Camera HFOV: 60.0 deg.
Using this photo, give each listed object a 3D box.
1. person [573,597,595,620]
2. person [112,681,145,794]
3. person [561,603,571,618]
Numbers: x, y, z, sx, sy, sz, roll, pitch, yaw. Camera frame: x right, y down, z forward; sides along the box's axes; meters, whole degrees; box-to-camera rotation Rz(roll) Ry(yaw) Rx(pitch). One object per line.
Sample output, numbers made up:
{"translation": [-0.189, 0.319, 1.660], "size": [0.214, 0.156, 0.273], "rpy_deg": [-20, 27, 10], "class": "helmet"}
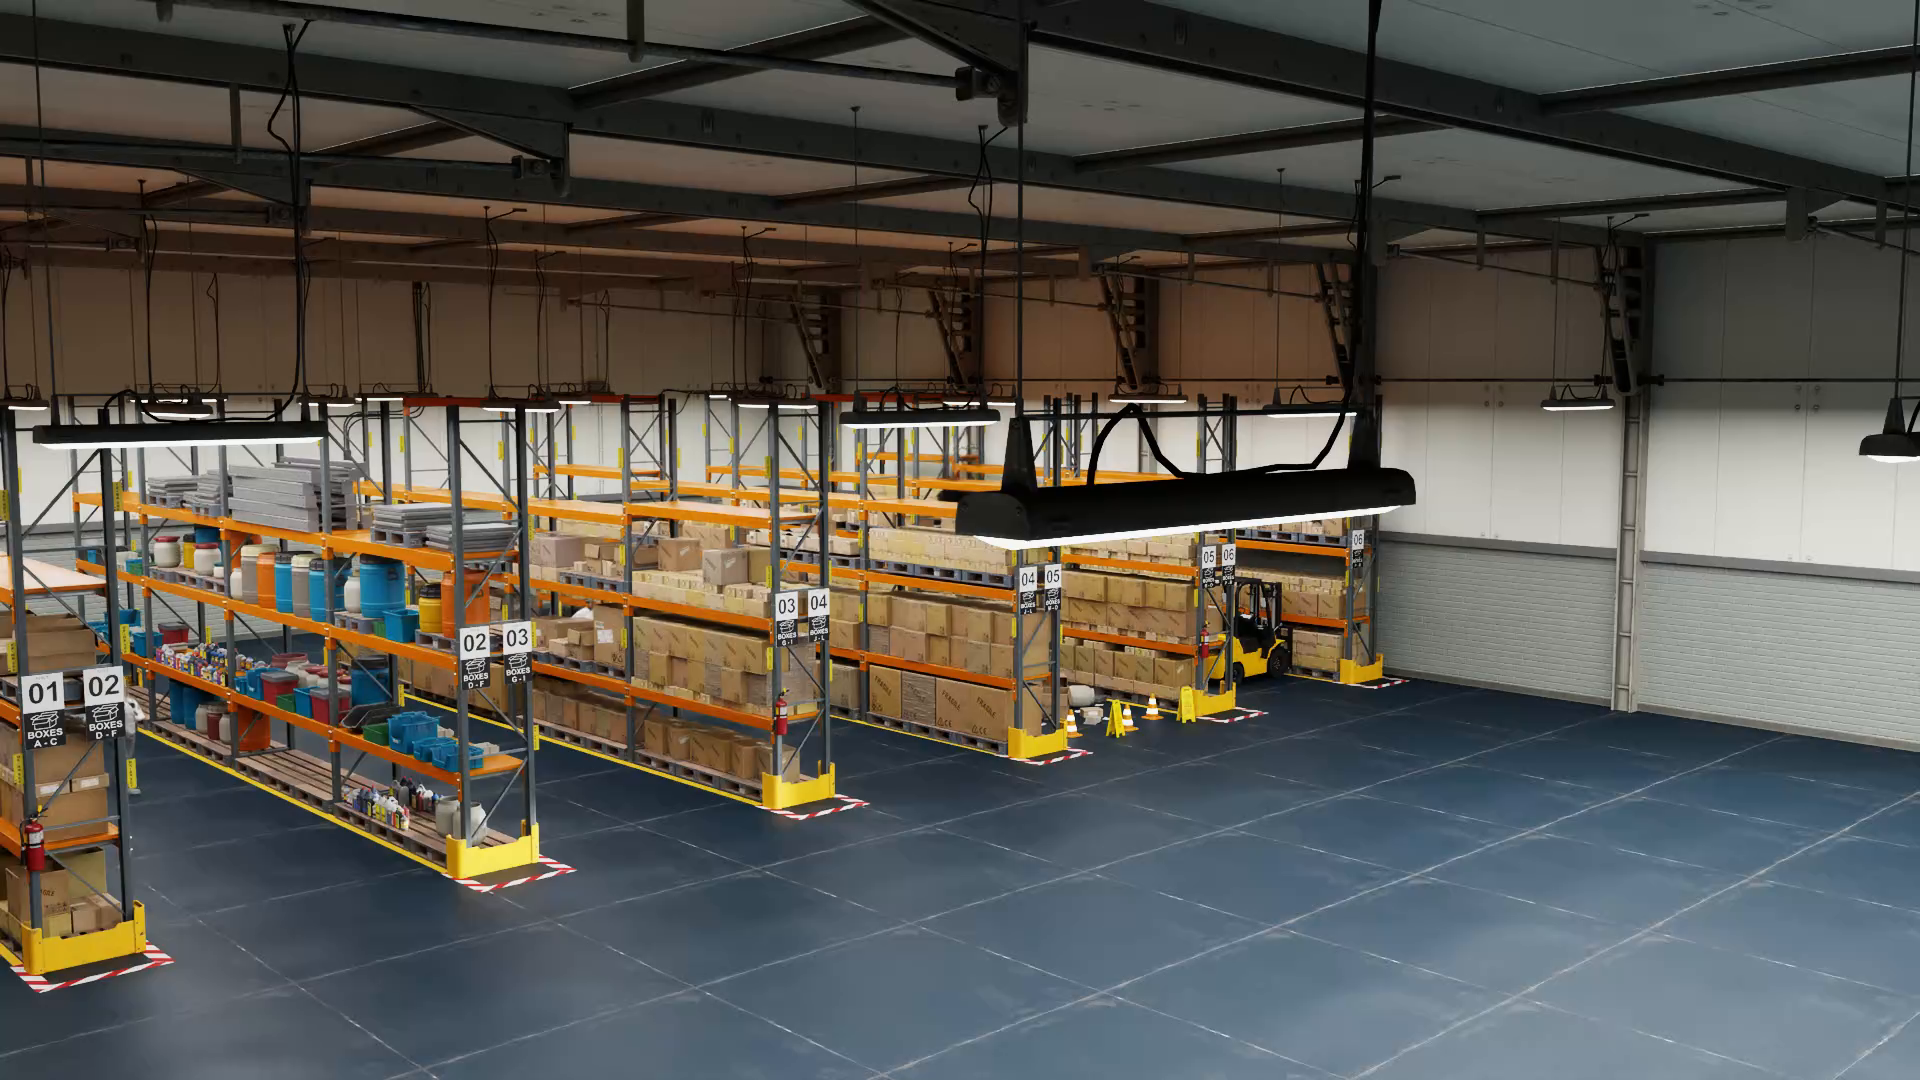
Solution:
{"translation": [-7.805, 2.048, 35.270], "size": [0.645, 1.774, 0.675], "rpy_deg": [-5, 8, -44], "class": "person"}
{"translation": [-12.844, 2.997, 25.540], "size": [0.935, 1.689, 0.607], "rpy_deg": [4, 7, 36], "class": "person"}
{"translation": [-9.683, 1.477, 40.998], "size": [0.882, 1.774, 0.708], "rpy_deg": [0, 6, 3], "class": "person"}
